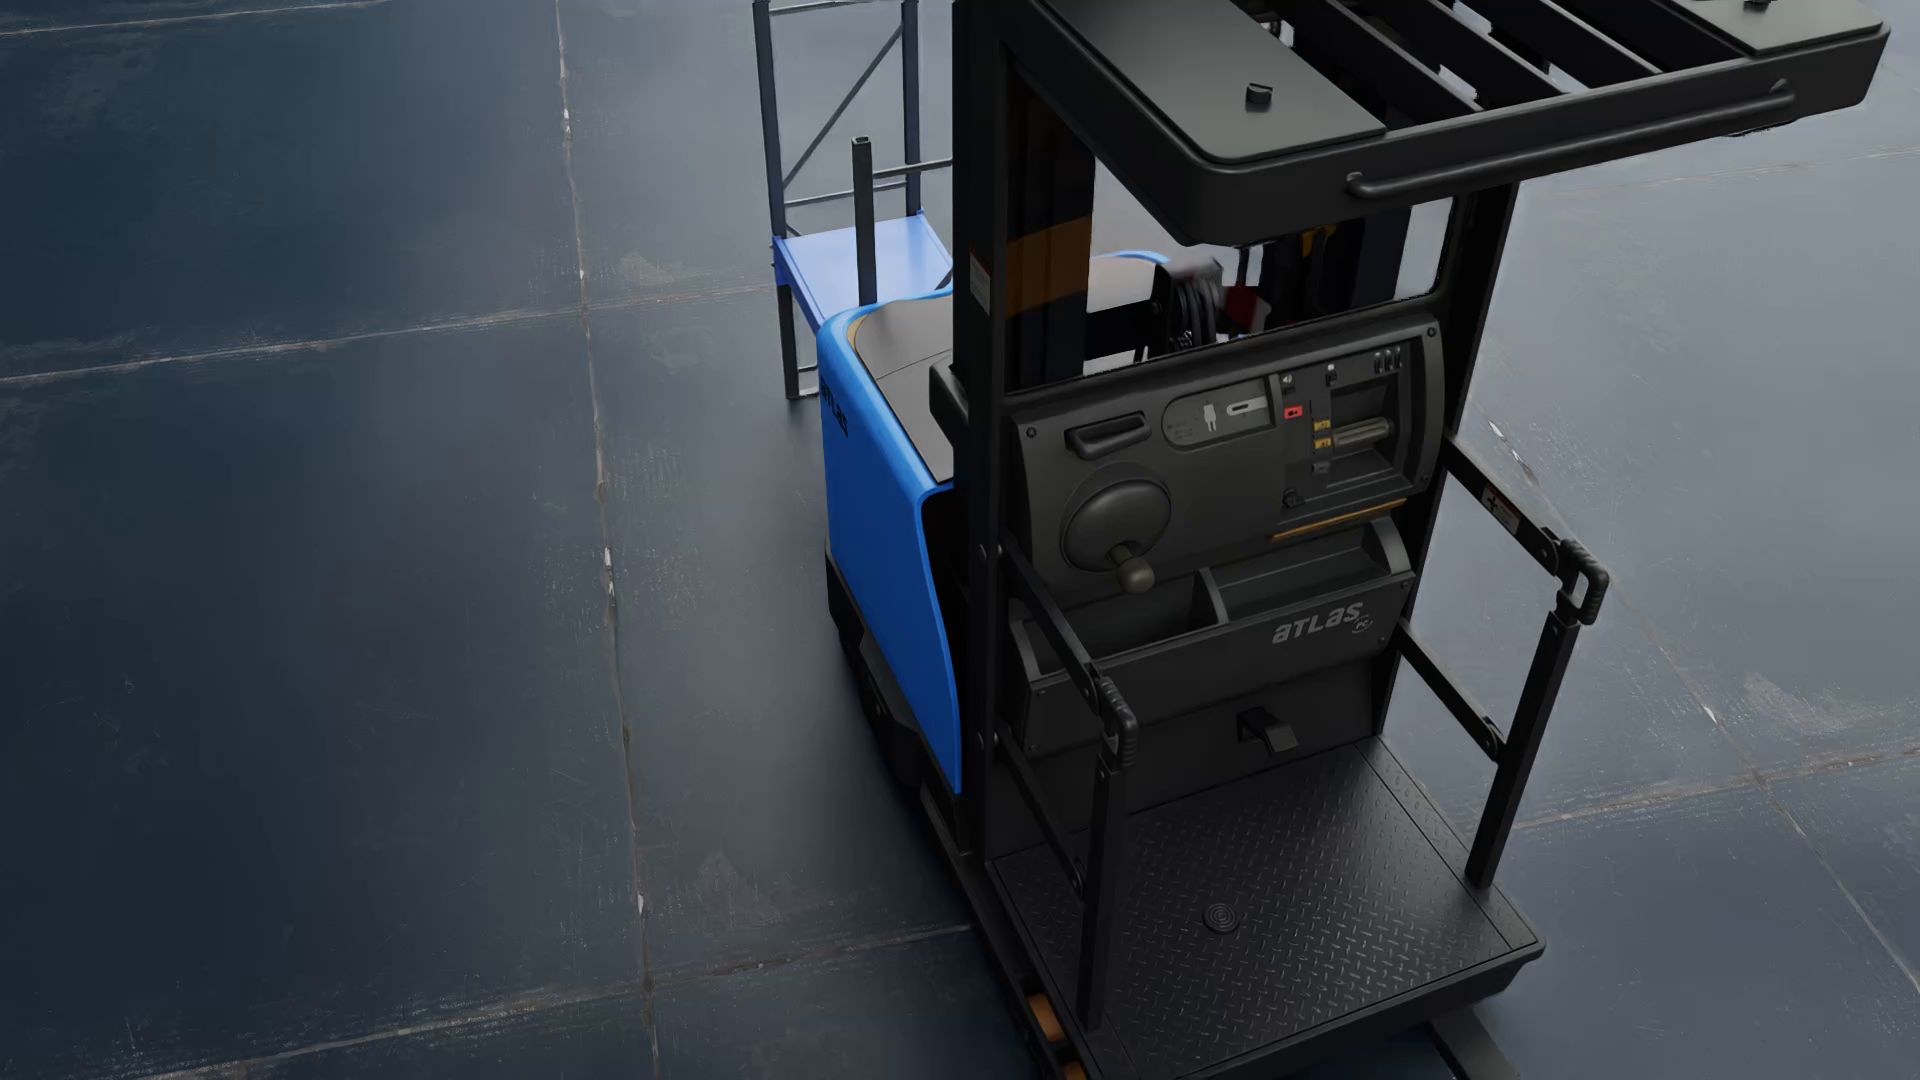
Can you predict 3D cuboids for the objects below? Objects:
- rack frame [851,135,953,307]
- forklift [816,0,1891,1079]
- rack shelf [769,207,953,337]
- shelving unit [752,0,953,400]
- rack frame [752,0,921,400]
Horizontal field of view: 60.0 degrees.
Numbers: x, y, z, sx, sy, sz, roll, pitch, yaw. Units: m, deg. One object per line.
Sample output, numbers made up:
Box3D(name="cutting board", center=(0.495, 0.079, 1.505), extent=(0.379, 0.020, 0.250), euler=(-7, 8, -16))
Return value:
Box3D(name="rack frame", center=(-0.028, -0.478, 4.659), extent=(0.500, 1.500, 0.032), euler=(-13, 43, -15))
Box3D(name="forklift", center=(0.632, -0.086, 3.140), extent=(1.130, 2.935, 3.031), euler=(-15, 44, -16))
Box3D(name="rack shelf", center=(-0.199, -0.661, 5.136), extent=(0.538, 0.185, 1.000), euler=(-13, 43, -15))
Box3D(name="shelving unit", center=(-0.199, -0.796, 5.017), extent=(0.538, 1.500, 1.048), euler=(-13, 43, -15))
Box3D(name="rack frame", center=(-0.369, -1.114, 5.375), extent=(0.500, 1.500, 0.032), euler=(-13, 43, -15))
